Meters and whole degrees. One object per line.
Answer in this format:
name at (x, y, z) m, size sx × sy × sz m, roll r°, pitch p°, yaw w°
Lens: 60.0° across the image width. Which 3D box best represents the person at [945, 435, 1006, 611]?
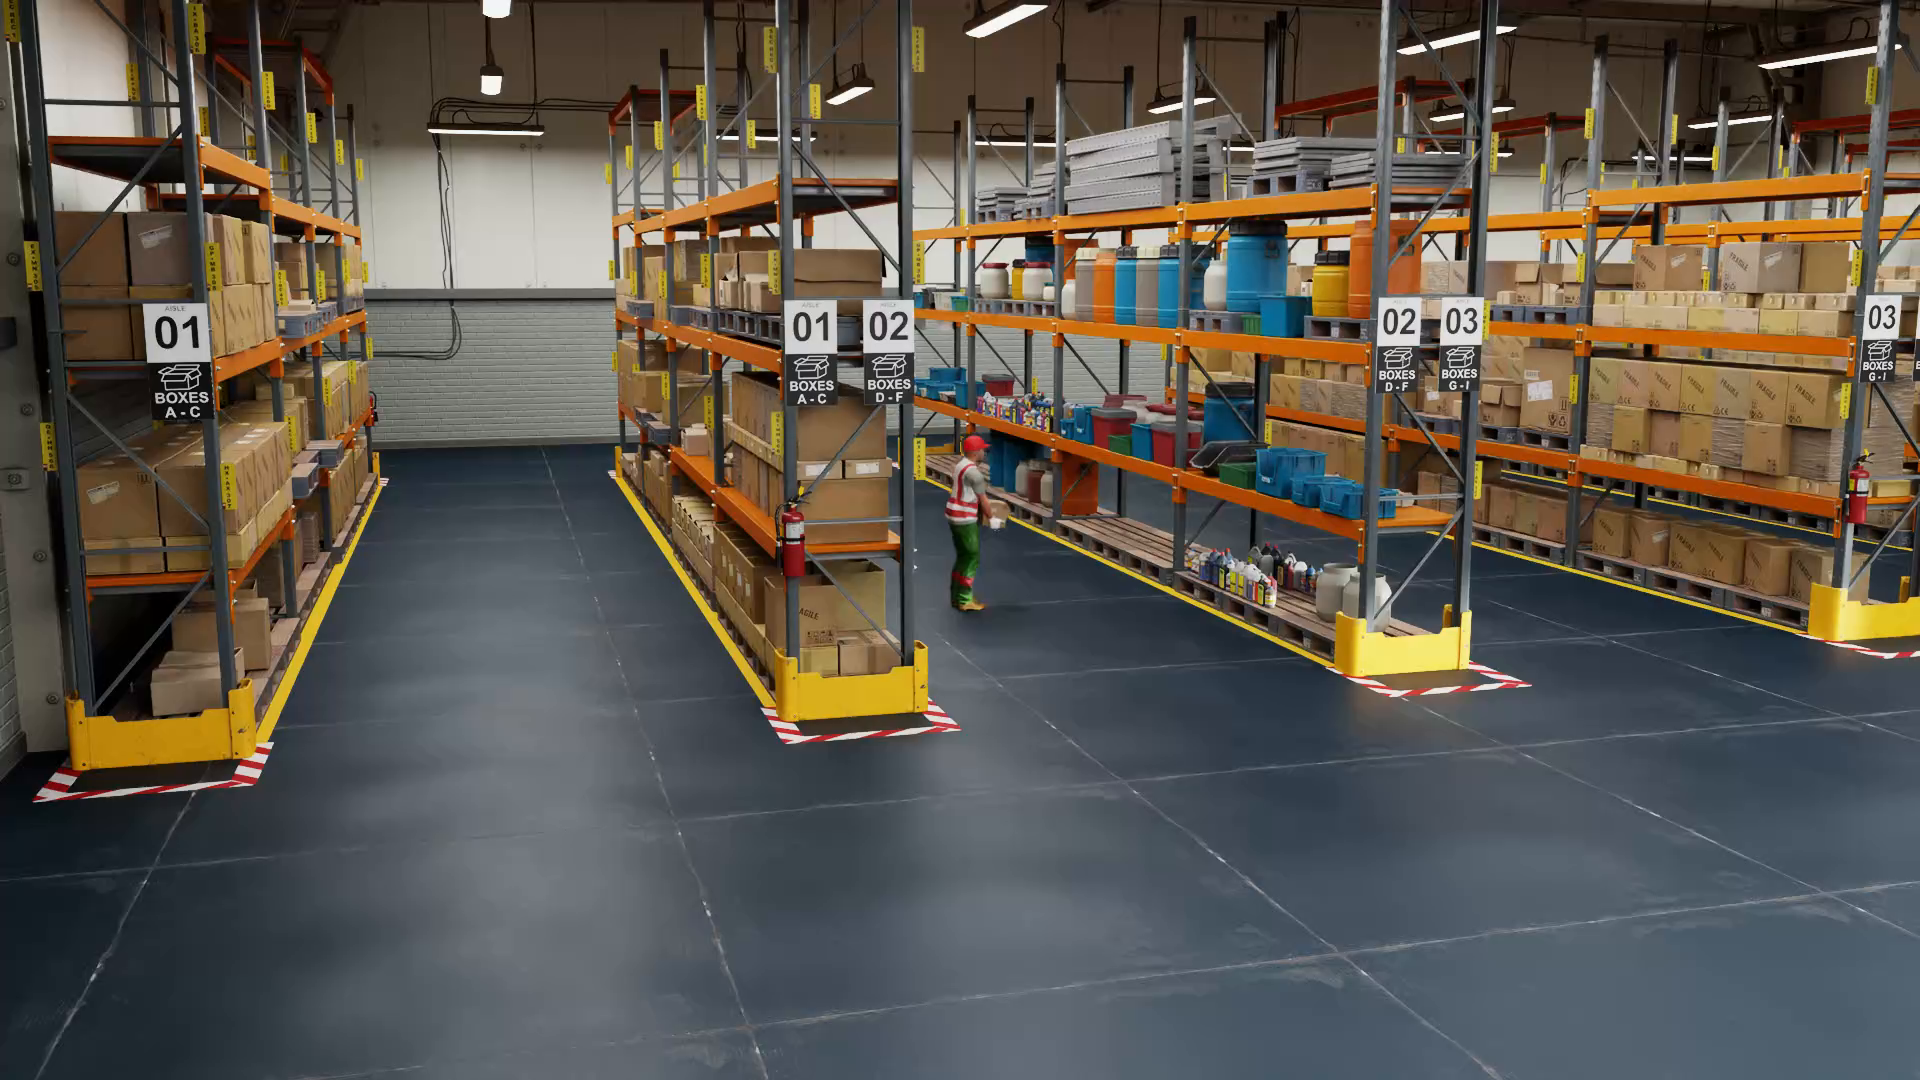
person at (0.144, -0.188, 17.009) m, size 0.581 × 1.772 × 0.491 m, roll -3°, pitch 10°, yaw -17°
